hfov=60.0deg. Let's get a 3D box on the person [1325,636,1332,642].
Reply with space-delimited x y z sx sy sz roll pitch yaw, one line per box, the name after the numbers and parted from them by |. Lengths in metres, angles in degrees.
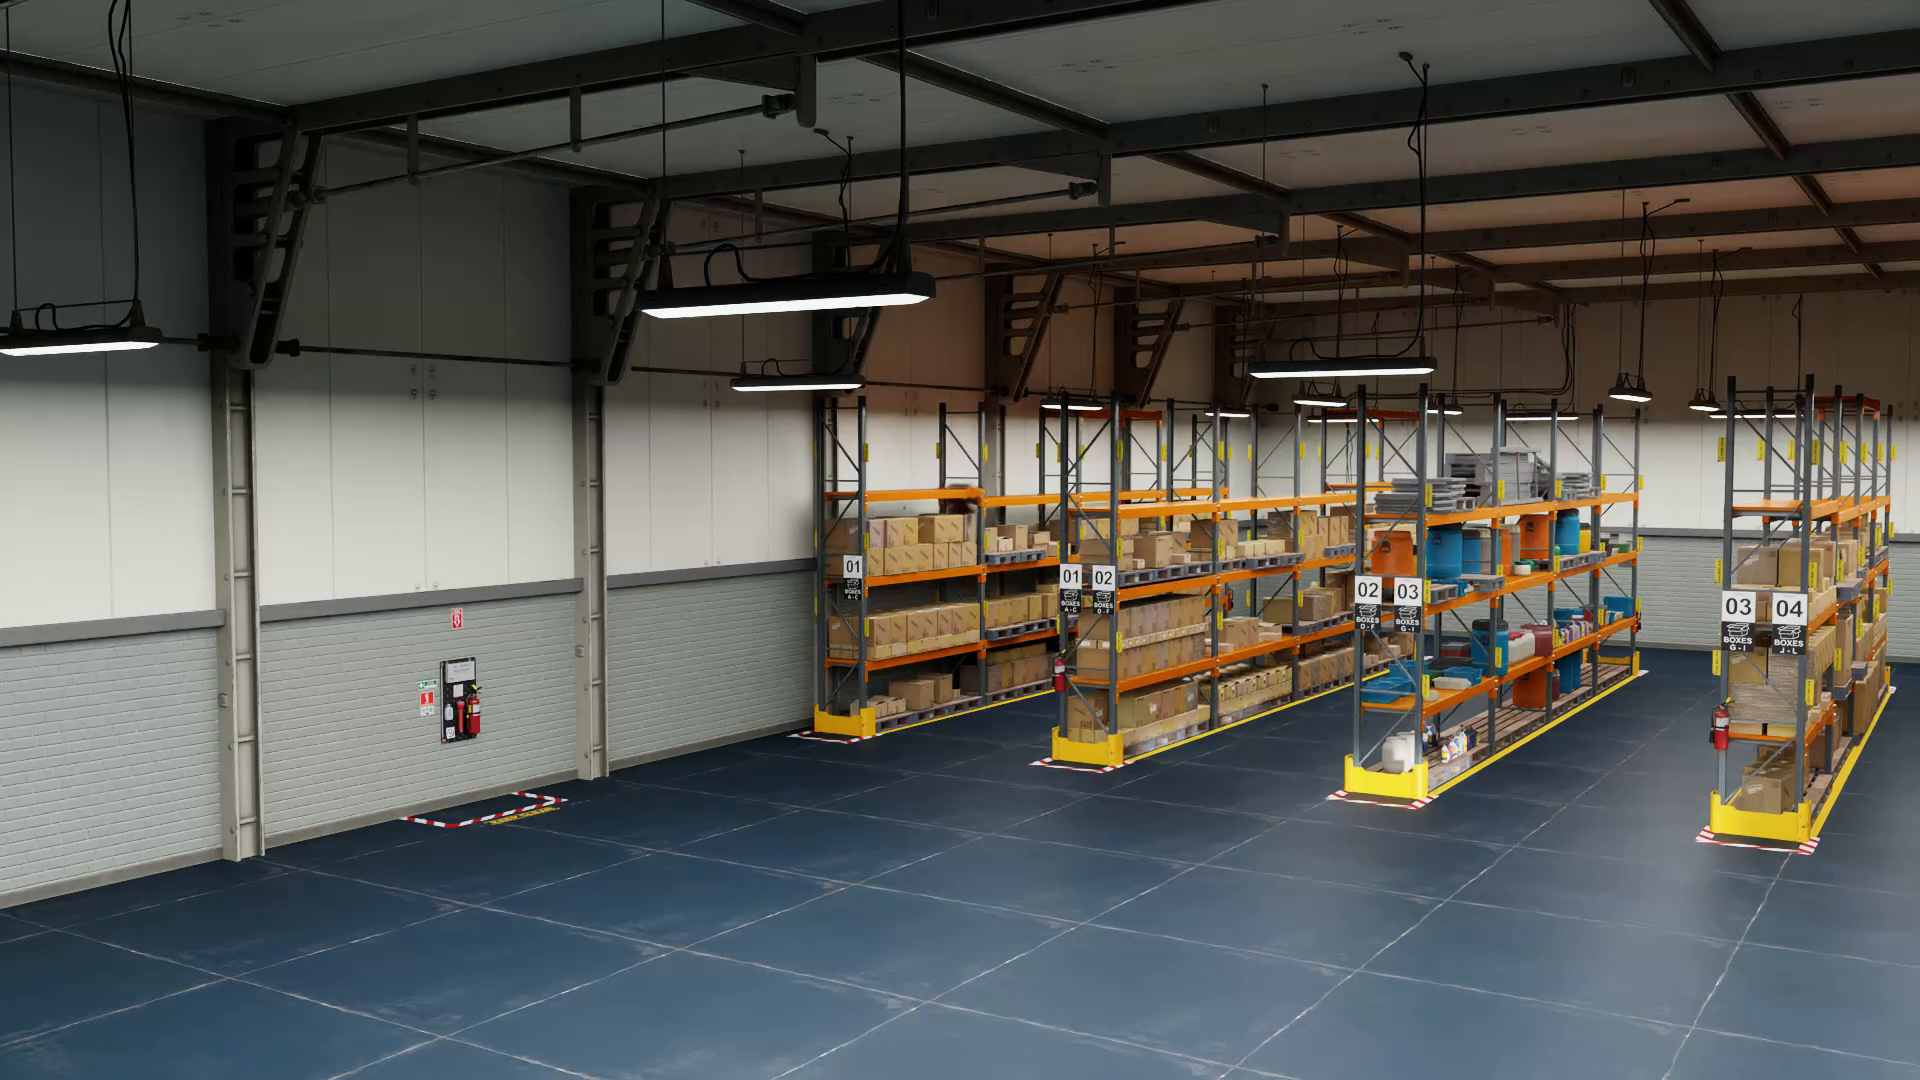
9.124 1.941 41.788 0.606 1.794 0.453 -1 3 -14 | person
